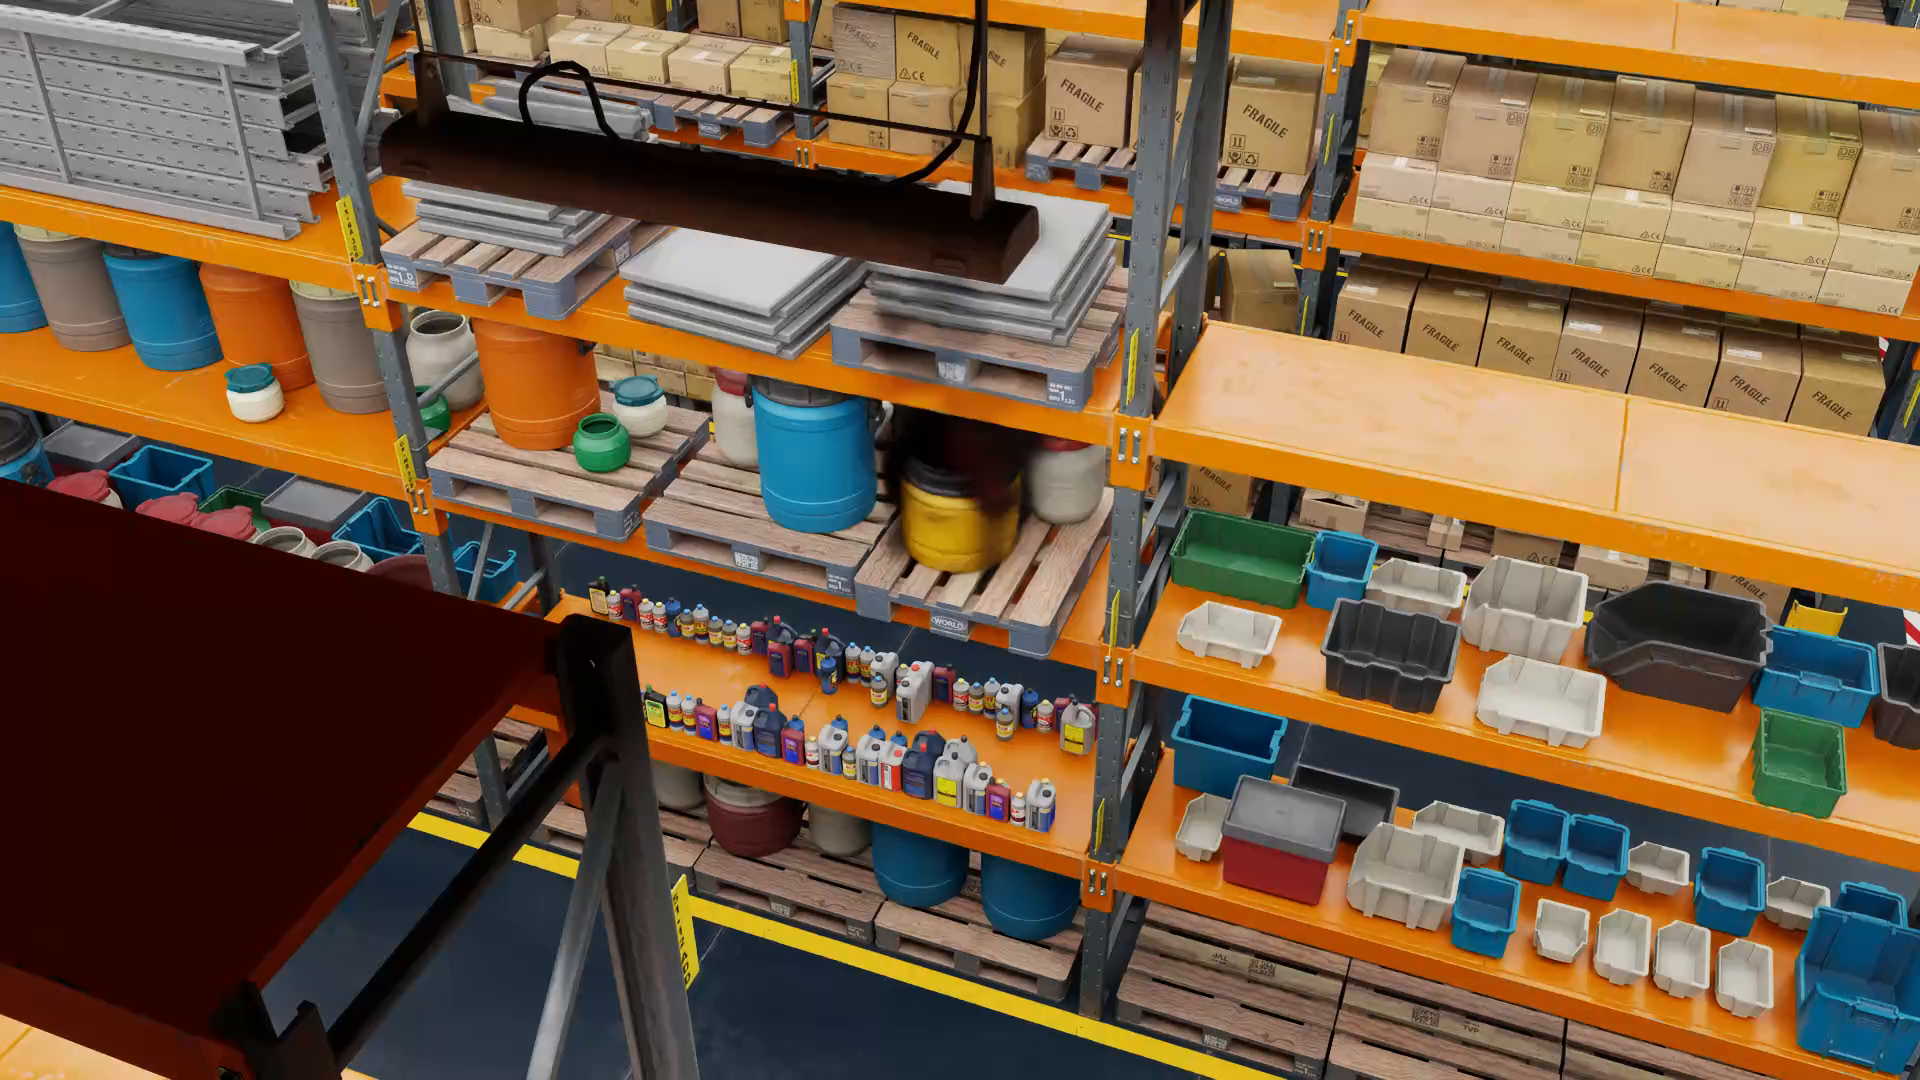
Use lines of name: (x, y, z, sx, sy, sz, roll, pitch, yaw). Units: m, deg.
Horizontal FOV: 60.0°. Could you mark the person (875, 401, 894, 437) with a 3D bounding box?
person: (-0.829, -0.459, 12.020, 0.847, 1.861, 0.681, 7, 37, 10)
